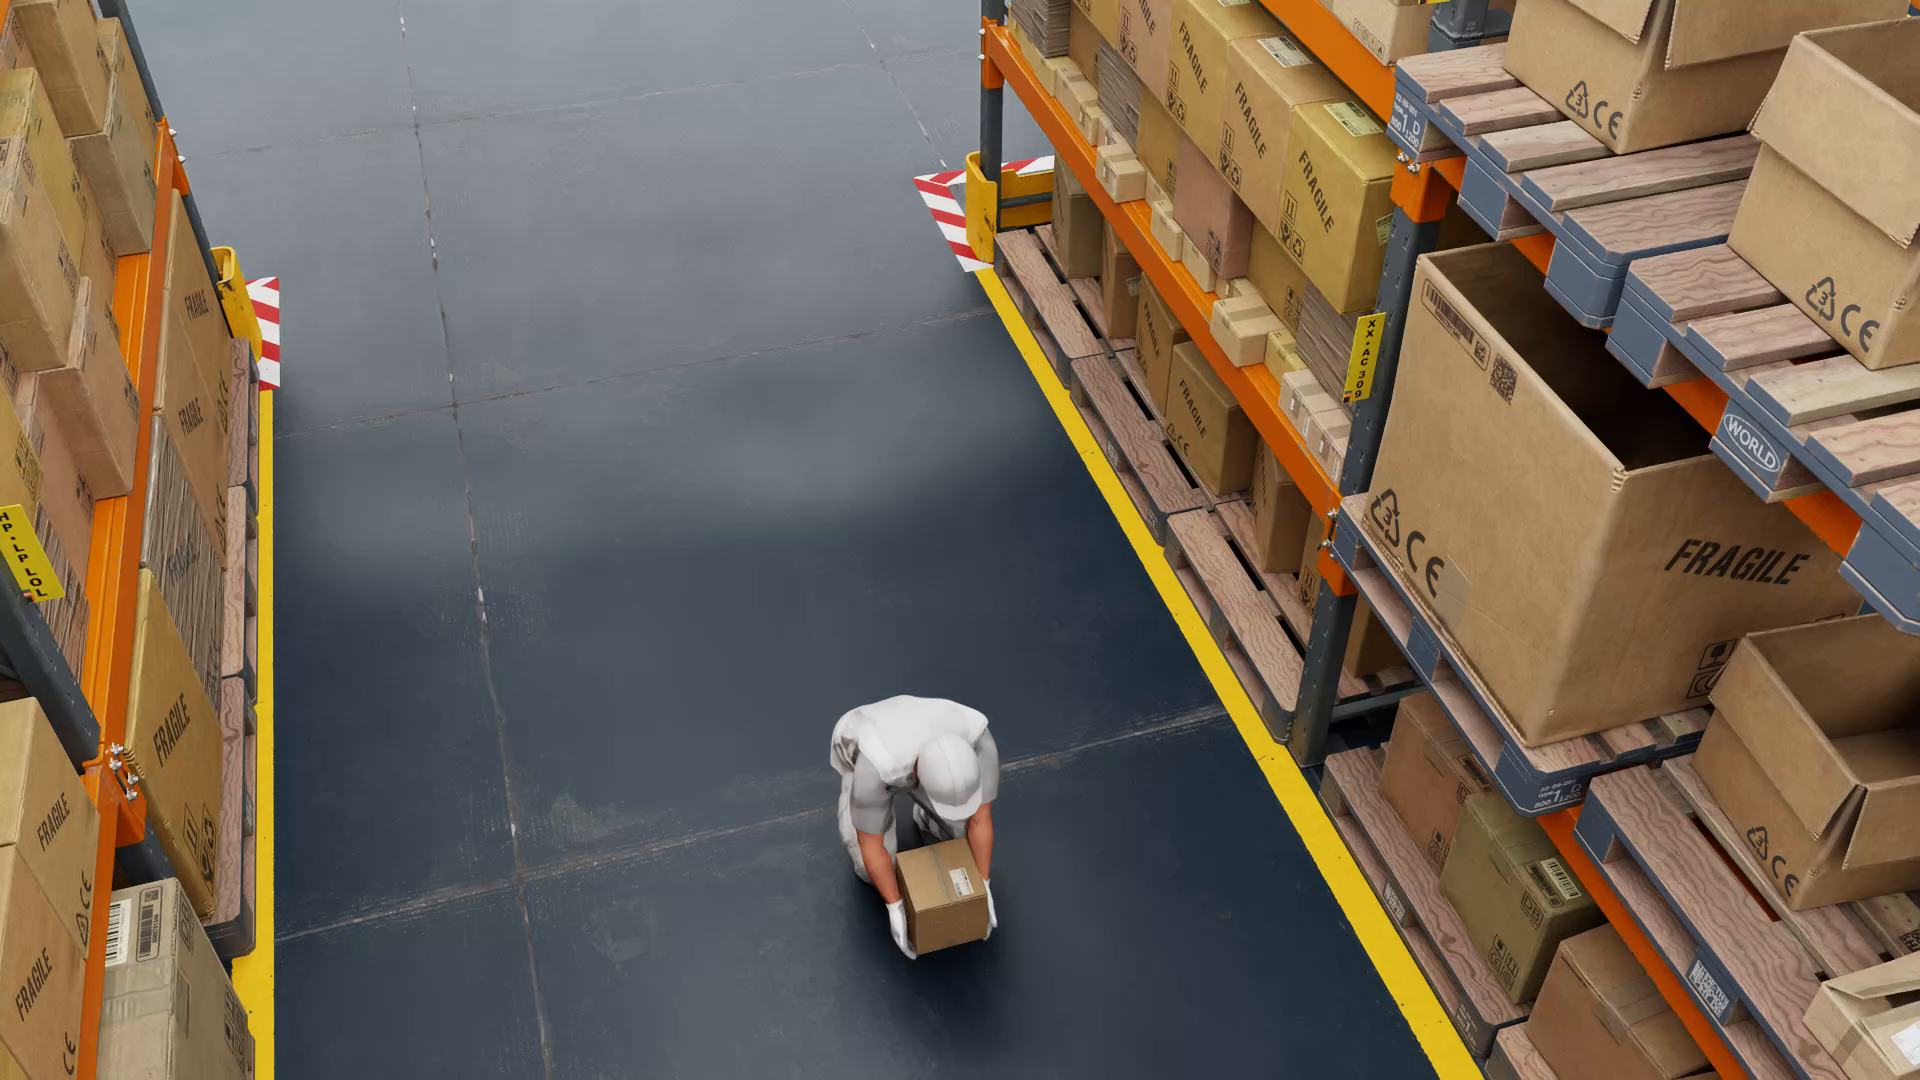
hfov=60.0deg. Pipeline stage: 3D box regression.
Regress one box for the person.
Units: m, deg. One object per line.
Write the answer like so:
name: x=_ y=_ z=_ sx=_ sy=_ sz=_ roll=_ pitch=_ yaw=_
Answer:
person: x=-0.154 y=0.872 z=5.775 sx=0.555 sy=0.990 sz=0.877 roll=-12 pitch=43 yaw=-13
